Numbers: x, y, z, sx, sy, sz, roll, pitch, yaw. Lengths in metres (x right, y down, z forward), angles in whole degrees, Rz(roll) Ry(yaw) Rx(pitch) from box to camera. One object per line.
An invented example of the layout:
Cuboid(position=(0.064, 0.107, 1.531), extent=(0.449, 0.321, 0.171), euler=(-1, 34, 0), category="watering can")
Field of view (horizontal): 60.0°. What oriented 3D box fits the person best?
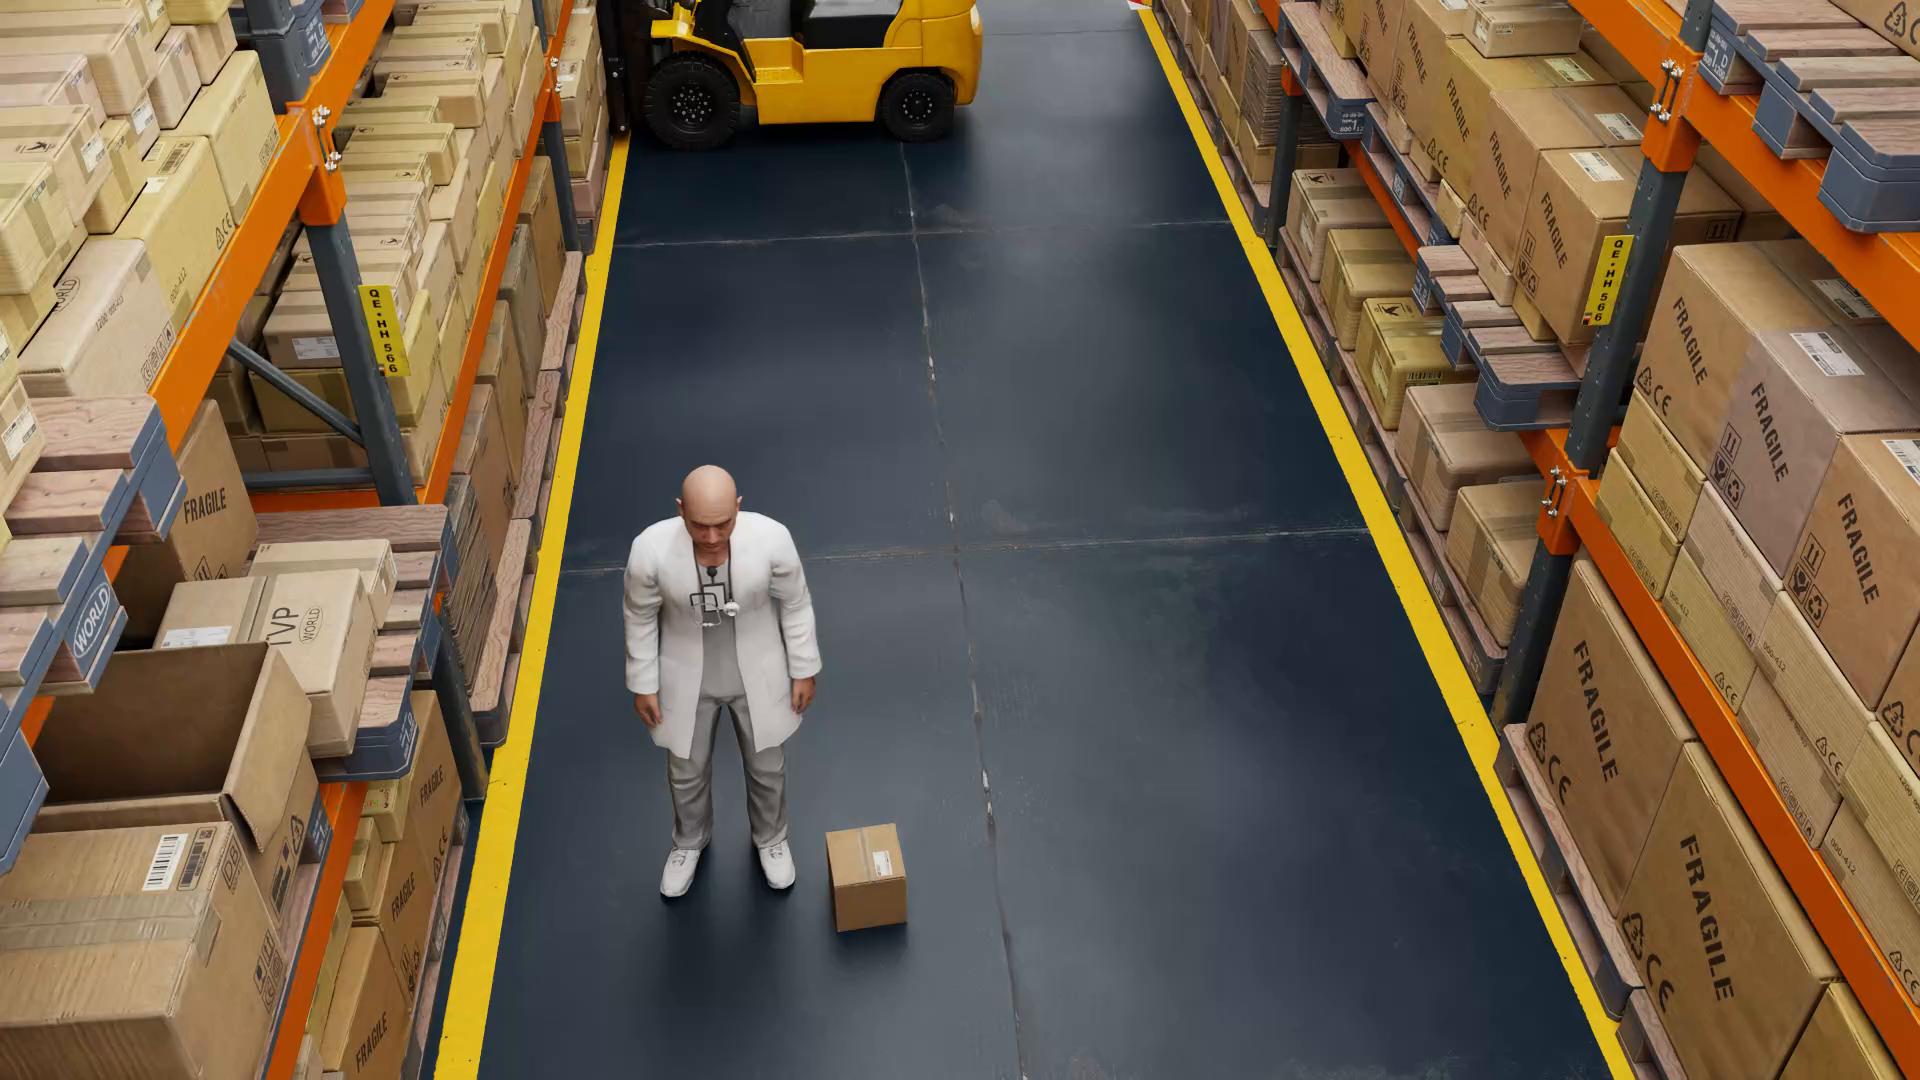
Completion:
Cuboid(position=(-0.789, 0.465, 5.584), extent=(0.653, 1.774, 0.423), euler=(-4, 39, -6), category="person")
